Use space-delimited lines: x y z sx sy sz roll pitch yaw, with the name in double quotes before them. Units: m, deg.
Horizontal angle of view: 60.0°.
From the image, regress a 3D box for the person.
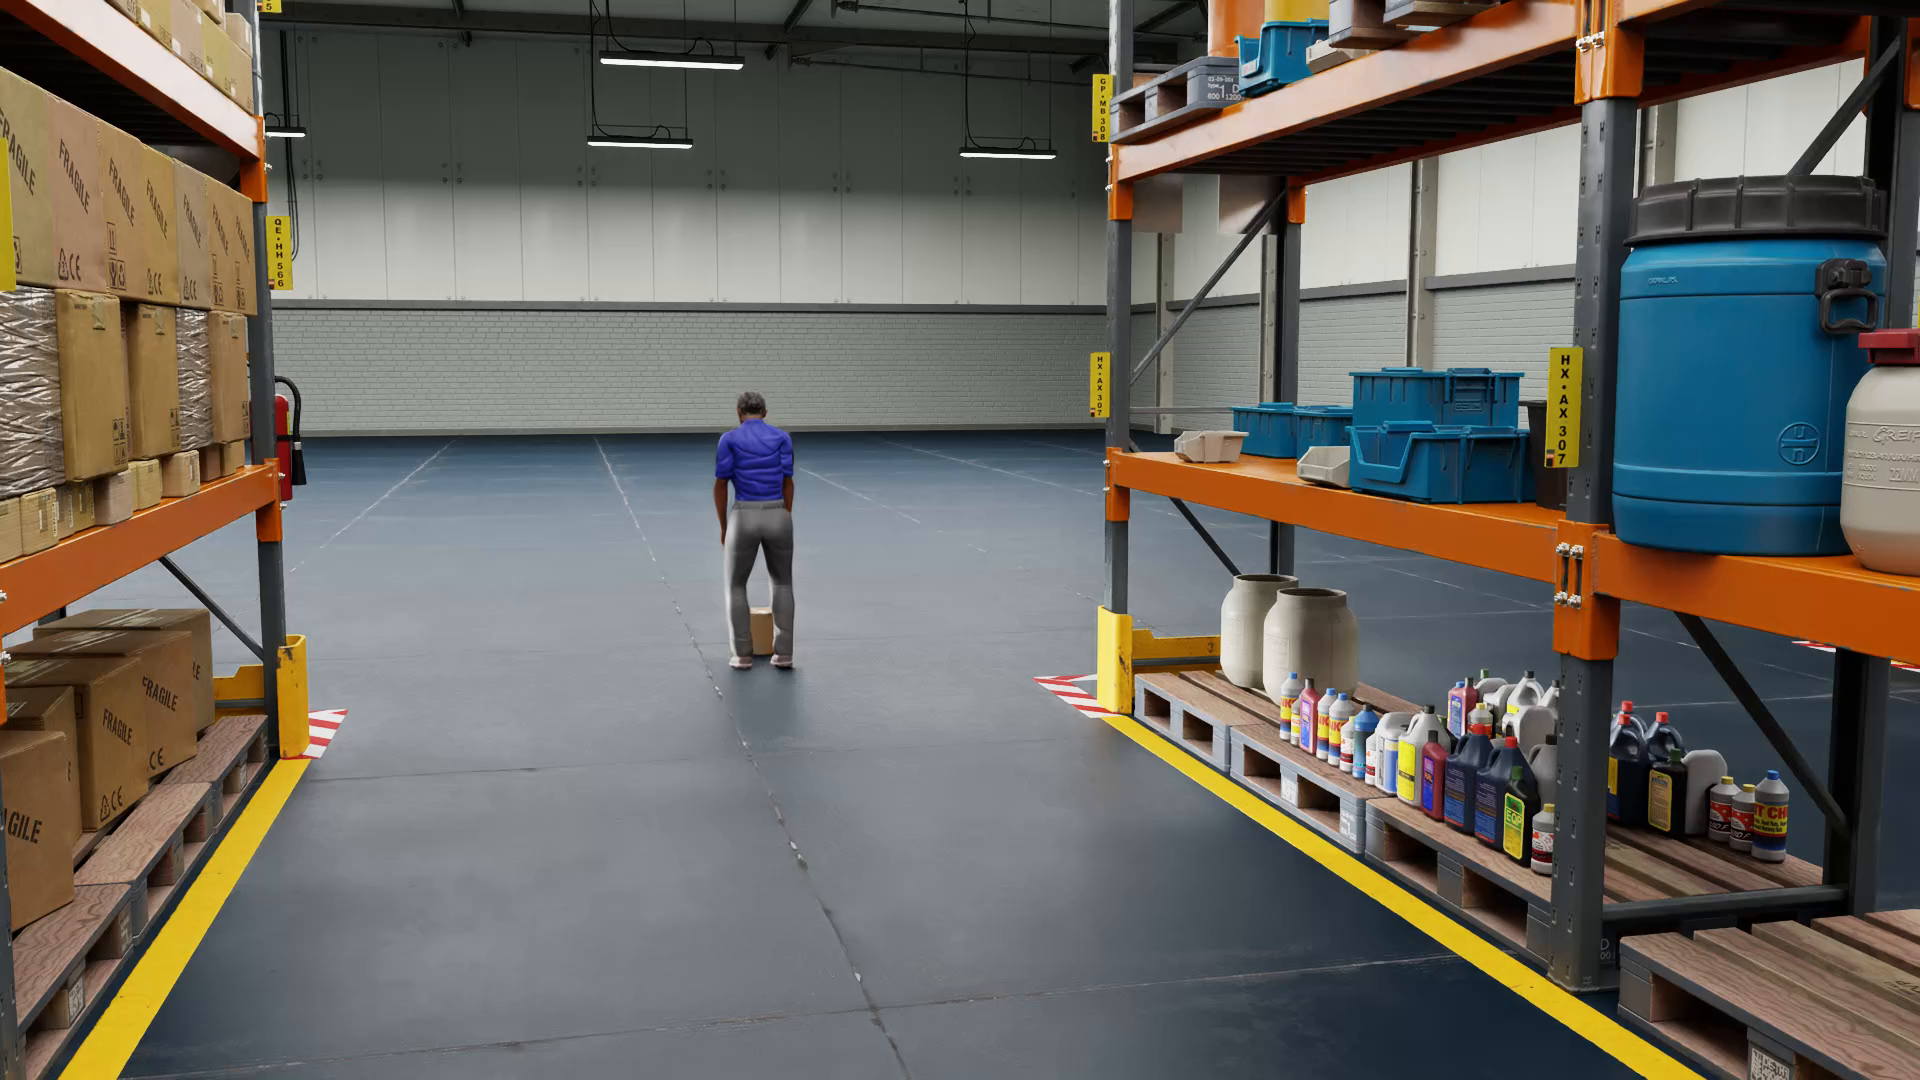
"person" -1.179 -0.055 9.547 0.461 1.600 0.392 -1 6 -12
